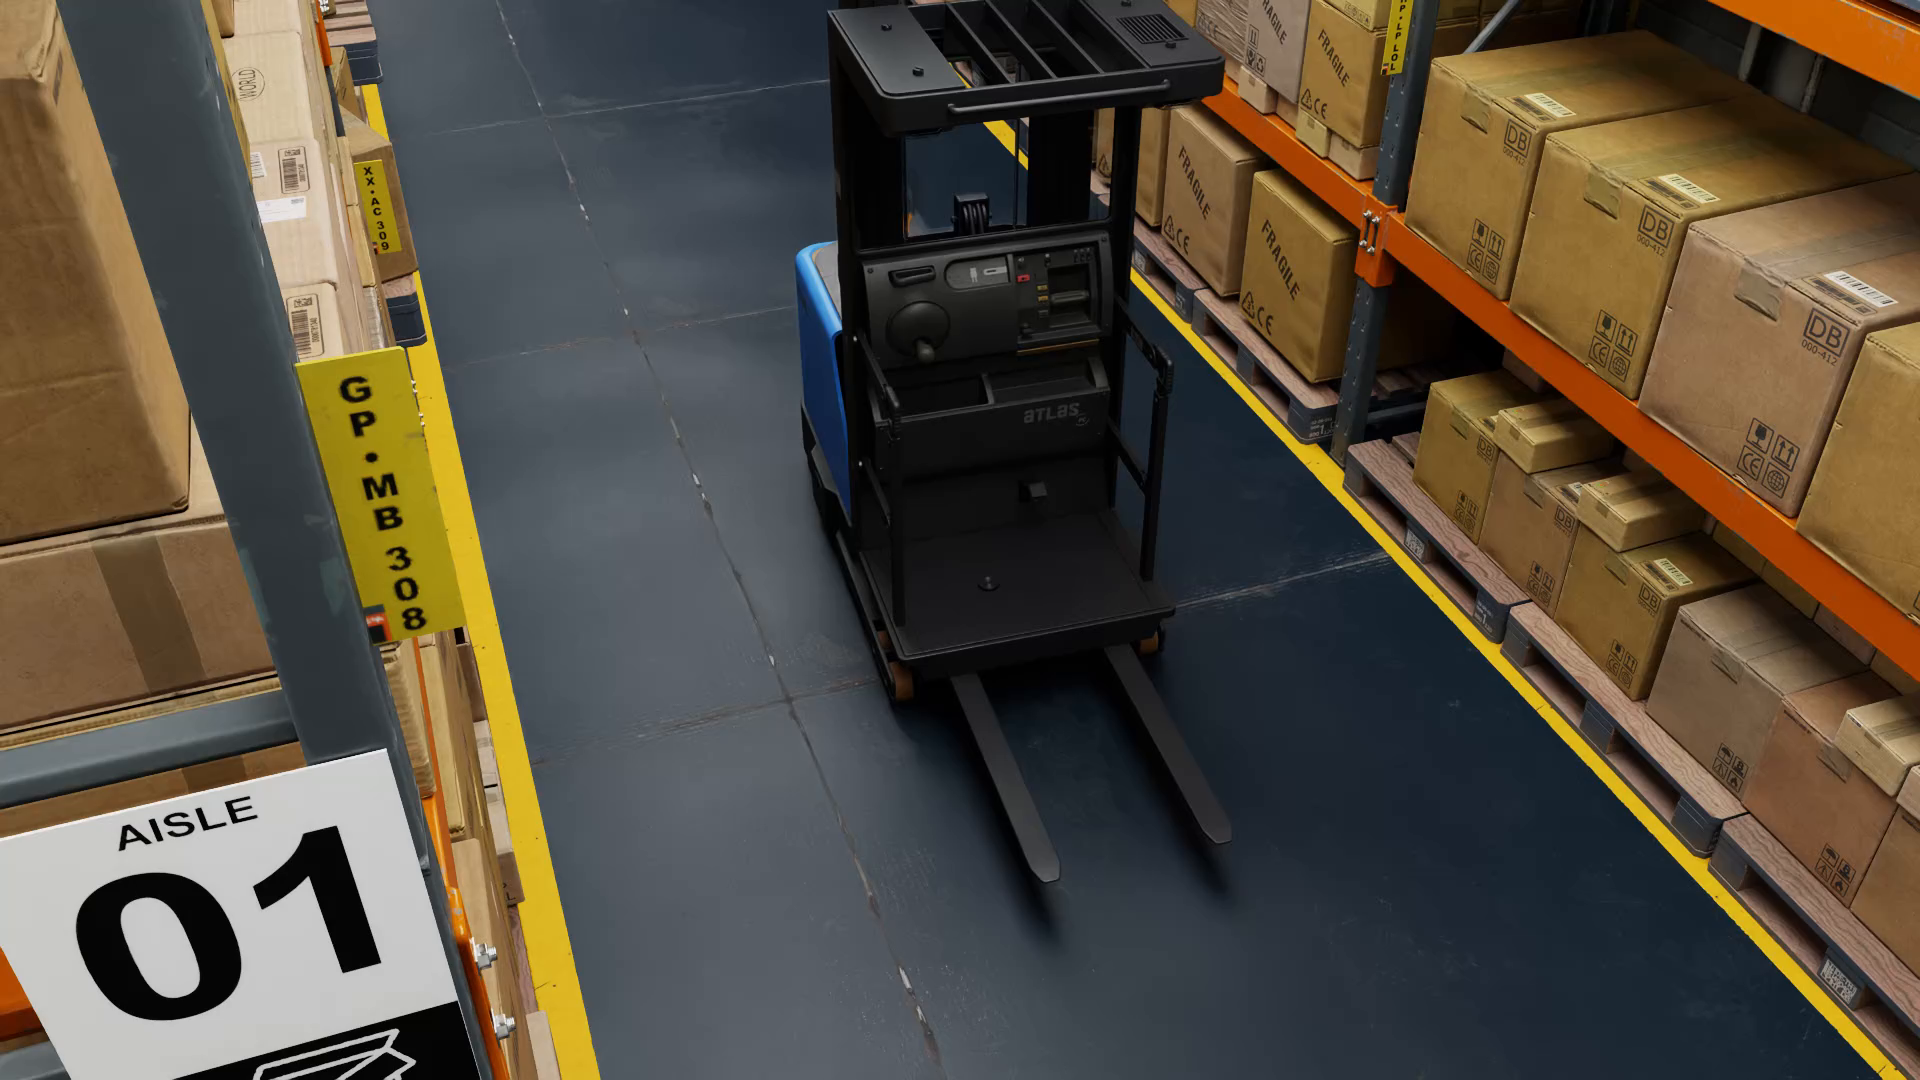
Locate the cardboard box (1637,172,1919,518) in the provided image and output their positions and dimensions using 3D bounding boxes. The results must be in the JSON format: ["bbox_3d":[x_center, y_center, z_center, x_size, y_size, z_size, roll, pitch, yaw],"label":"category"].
[{"bbox_3d":[2.892,-0.649,5.369,0.980,0.700,0.700,-14,39,-18],"label":"cardboard box"}]

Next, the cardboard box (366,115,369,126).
[{"bbox_3d":[-3.715,-2.320,9.773,0.500,0.250,0.500,-13,39,-16],"label":"cardboard box"}]

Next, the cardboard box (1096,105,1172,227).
[{"bbox_3d":[1.264,-2.292,9.237,0.750,0.750,0.750,-13,39,-16],"label":"cardboard box"}]

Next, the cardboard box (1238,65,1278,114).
[{"bbox_3d":[1.531,-2.132,7.780,0.380,0.149,0.250,-12,39,-16],"label":"cardboard box"}]

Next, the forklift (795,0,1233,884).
[{"bbox_3d":[0.172,-0.810,5.889,1.130,2.935,3.031,-10,38,-13],"label":"forklift"}]

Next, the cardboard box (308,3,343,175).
[{"bbox_3d":[-1.675,-0.987,3.699,0.500,0.250,0.500,-12,39,-16],"label":"cardboard box"}]

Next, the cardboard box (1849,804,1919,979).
[{"bbox_3d":[3.257,1.054,5.086,0.700,0.500,0.500,-12,39,-16],"label":"cardboard box"}]

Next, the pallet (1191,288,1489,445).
[{"bbox_3d":[1.879,-0.968,8.360,1.003,0.211,1.213,-12,39,-16],"label":"pallet"}]

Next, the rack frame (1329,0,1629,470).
[{"bbox_3d":[2.215,-1.662,6.963,1.000,3.000,0.127,-12,39,-16],"label":"rack frame"}]

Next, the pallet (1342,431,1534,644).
[{"bbox_3d":[2.404,-0.102,7.210,1.003,0.211,1.213,-12,39,-16],"label":"pallet"}]

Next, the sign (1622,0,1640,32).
[{"bbox_3d":[2.736,-2.155,6.832,0.100,0.325,0.005,-12,39,-16],"label":"sign"}]

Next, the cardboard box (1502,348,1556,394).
[{"bbox_3d":[2.513,-0.769,6.968,0.380,0.149,0.250,-13,39,-16],"label":"cardboard box"}]

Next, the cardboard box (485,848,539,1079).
[{"bbox_3d":[-1.146,0.990,3.359,0.500,0.500,0.500,-13,39,-16],"label":"cardboard box"}]

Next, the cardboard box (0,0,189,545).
[{"bbox_3d":[-1.250,-0.299,1.746,0.700,0.500,0.500,-12,39,-16],"label":"cardboard box"}]

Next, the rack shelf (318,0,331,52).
[{"bbox_3d":[-3.123,-2.675,6.412,1.077,0.370,4.000,-12,39,-16],"label":"rack shelf"}]

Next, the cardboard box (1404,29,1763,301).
[{"bbox_3d":[2.387,-1.472,6.461,0.980,0.700,0.700,-12,39,-15],"label":"cardboard box"}]

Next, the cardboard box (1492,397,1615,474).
[{"bbox_3d":[2.323,-0.415,6.497,0.380,0.149,0.250,-11,38,-14],"label":"cardboard box"}]

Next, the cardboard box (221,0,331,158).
[{"bbox_3d":[-1.502,-0.905,3.174,0.500,0.250,0.500,-12,39,-16],"label":"cardboard box"}]

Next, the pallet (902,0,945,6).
[{"bbox_3d":[0.155,-3.937,12.302,1.003,0.211,1.213,-12,39,-16],"label":"pallet"}]

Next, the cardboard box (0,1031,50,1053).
[{"bbox_3d":[-1.469,0.992,2.526,0.500,0.500,0.500,-13,39,-16],"label":"cardboard box"}]

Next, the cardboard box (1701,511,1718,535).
[{"bbox_3d":[2.874,-0.181,6.186,0.380,0.149,0.250,-12,39,-15],"label":"cardboard box"}]

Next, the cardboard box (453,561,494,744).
[{"bbox_3d":[-1.972,0.452,5.869,0.500,0.500,0.500,-12,39,-16],"label":"cardboard box"}]

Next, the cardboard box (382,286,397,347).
[{"bbox_3d":[-2.021,-0.445,5.264,0.500,0.500,0.500,-12,39,-15],"label":"cardboard box"}]

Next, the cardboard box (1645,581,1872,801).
[{"bbox_3d":[2.911,0.487,5.839,0.700,0.500,0.500,-14,39,-17],"label":"cardboard box"}]

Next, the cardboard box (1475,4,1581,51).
[{"bbox_3d":[2.294,-2.140,7.252,0.500,0.500,0.500,-14,39,-17],"label":"cardboard box"}]

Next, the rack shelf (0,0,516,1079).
[{"bbox_3d":[-1.746,-0.415,3.413,1.077,0.370,4.000,-12,39,-16],"label":"rack shelf"}]

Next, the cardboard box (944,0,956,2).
[{"bbox_3d":[0.277,-4.084,11.891,0.700,0.500,0.500,-13,39,-16],"label":"cardboard box"}]

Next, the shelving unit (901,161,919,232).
[{"bbox_3d":[-0.315,-1.146,7.766,0.258,1.200,0.189,-10,24,-13],"label":"shelving unit"}]

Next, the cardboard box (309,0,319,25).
[{"bbox_3d":[-2.017,-1.553,4.450,0.500,0.250,0.500,-12,39,-16],"label":"cardboard box"}]

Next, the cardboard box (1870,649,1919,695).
[{"bbox_3d":[3.227,0.397,5.420,0.380,0.149,0.250,-12,39,-16],"label":"cardboard box"}]

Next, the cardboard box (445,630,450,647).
[{"bbox_3d":[-1.493,0.017,3.820,0.500,0.500,0.500,-13,39,-16],"label":"cardboard box"}]

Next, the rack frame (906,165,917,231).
[{"bbox_3d":[-0.289,-1.114,7.684,0.240,1.200,0.006,-10,24,-13],"label":"rack frame"}]

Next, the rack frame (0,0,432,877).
[{"bbox_3d":[-1.058,-0.771,0.794,1.000,3.000,0.127,-12,39,-16],"label":"rack frame"}]

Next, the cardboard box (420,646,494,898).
[{"bbox_3d":[-1.150,0.587,3.063,0.500,0.500,0.500,-12,39,-15],"label":"cardboard box"}]

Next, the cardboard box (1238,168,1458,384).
[{"bbox_3d":[1.870,-1.311,7.935,0.750,0.750,0.750,-12,39,-15],"label":"cardboard box"}]

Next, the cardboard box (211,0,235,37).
[{"bbox_3d":[-1.700,-1.161,2.890,0.700,0.500,0.500,-12,39,-16],"label":"cardboard box"}]

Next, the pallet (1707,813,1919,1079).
[{"bbox_3d":[3.243,1.276,5.380,1.003,0.211,1.213,-12,39,-16],"label":"pallet"}]

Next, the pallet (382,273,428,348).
[{"bbox_3d":[-2.607,-1.031,6.286,1.003,0.211,1.213,-12,39,-16],"label":"pallet"}]

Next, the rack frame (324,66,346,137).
[{"bbox_3d":[-2.434,-0.634,5.599,1.000,3.000,0.127,-12,39,-16],"label":"rack frame"}]

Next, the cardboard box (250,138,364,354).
[{"bbox_3d":[-1.156,-0.340,2.425,0.500,0.250,0.500,-12,39,-16],"label":"cardboard box"}]

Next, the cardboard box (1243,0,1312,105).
[{"bbox_3d":[1.635,-2.323,7.494,0.500,0.500,0.500,-12,39,-16],"label":"cardboard box"}]

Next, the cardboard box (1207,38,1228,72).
[{"bbox_3d":[1.437,-2.428,8.173,0.380,0.149,0.250,-13,39,-17],"label":"cardboard box"}]

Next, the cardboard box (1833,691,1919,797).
[{"bbox_3d":[2.953,0.616,5.129,0.380,0.149,0.250,-11,38,-15],"label":"cardboard box"}]

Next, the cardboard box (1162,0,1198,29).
[{"bbox_3d":[1.293,-2.890,8.246,0.500,0.500,0.500,-11,38,-15],"label":"cardboard box"}]

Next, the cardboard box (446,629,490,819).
[{"bbox_3d":[-1.486,0.423,4.112,0.500,0.500,0.500,-12,39,-15],"label":"cardboard box"}]

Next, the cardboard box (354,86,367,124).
[{"bbox_3d":[-3.715,-2.544,9.604,0.500,0.311,0.500,-11,38,-14],"label":"cardboard box"}]

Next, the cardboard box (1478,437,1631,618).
[{"bbox_3d":[2.546,-0.103,6.622,0.700,0.500,0.500,-13,39,-16],"label":"cardboard box"}]

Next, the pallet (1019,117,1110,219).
[{"bbox_3d":[1.039,-2.347,10.190,1.003,0.211,1.213,-12,39,-16],"label":"pallet"}]

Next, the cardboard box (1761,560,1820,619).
[{"bbox_3d":[3.050,0.108,5.803,0.380,0.149,0.250,-12,39,-15],"label":"cardboard box"}]

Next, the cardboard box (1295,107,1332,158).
[{"bbox_3d":[1.724,-1.839,7.391,0.380,0.149,0.250,-12,39,-15],"label":"cardboard box"}]

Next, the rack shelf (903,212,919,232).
[{"bbox_3d":[-0.338,-1.436,7.643,0.258,0.103,0.180,-10,24,-13],"label":"rack shelf"}]

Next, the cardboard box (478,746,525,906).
[{"bbox_3d":[-1.714,0.951,5.363,0.500,0.311,0.500,-12,39,-16],"label":"cardboard box"}]

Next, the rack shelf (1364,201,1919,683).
[{"bbox_3d":[2.904,-0.245,5.679,1.077,0.370,4.000,-12,39,-16],"label":"rack shelf"}]

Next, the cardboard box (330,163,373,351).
[{"bbox_3d":[-1.330,-0.423,2.949,0.500,0.250,0.500,-12,39,-16],"label":"cardboard box"}]

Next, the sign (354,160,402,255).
[{"bbox_3d":[-1.928,-1.096,5.493,0.100,0.325,0.005,-12,39,-16],"label":"sign"}]

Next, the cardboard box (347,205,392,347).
[{"bbox_3d":[-1.839,-0.552,4.576,0.500,0.500,0.500,-13,39,-17],"label":"cardboard box"}]

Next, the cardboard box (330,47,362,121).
[{"bbox_3d":[-2.684,-1.531,6.357,0.700,0.500,0.500,-7,37,-9],"label":"cardboard box"}]

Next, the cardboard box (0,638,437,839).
[{"bbox_3d":[-0.996,0.145,2.196,0.500,0.250,0.500,-12,39,-16],"label":"cardboard box"}]
